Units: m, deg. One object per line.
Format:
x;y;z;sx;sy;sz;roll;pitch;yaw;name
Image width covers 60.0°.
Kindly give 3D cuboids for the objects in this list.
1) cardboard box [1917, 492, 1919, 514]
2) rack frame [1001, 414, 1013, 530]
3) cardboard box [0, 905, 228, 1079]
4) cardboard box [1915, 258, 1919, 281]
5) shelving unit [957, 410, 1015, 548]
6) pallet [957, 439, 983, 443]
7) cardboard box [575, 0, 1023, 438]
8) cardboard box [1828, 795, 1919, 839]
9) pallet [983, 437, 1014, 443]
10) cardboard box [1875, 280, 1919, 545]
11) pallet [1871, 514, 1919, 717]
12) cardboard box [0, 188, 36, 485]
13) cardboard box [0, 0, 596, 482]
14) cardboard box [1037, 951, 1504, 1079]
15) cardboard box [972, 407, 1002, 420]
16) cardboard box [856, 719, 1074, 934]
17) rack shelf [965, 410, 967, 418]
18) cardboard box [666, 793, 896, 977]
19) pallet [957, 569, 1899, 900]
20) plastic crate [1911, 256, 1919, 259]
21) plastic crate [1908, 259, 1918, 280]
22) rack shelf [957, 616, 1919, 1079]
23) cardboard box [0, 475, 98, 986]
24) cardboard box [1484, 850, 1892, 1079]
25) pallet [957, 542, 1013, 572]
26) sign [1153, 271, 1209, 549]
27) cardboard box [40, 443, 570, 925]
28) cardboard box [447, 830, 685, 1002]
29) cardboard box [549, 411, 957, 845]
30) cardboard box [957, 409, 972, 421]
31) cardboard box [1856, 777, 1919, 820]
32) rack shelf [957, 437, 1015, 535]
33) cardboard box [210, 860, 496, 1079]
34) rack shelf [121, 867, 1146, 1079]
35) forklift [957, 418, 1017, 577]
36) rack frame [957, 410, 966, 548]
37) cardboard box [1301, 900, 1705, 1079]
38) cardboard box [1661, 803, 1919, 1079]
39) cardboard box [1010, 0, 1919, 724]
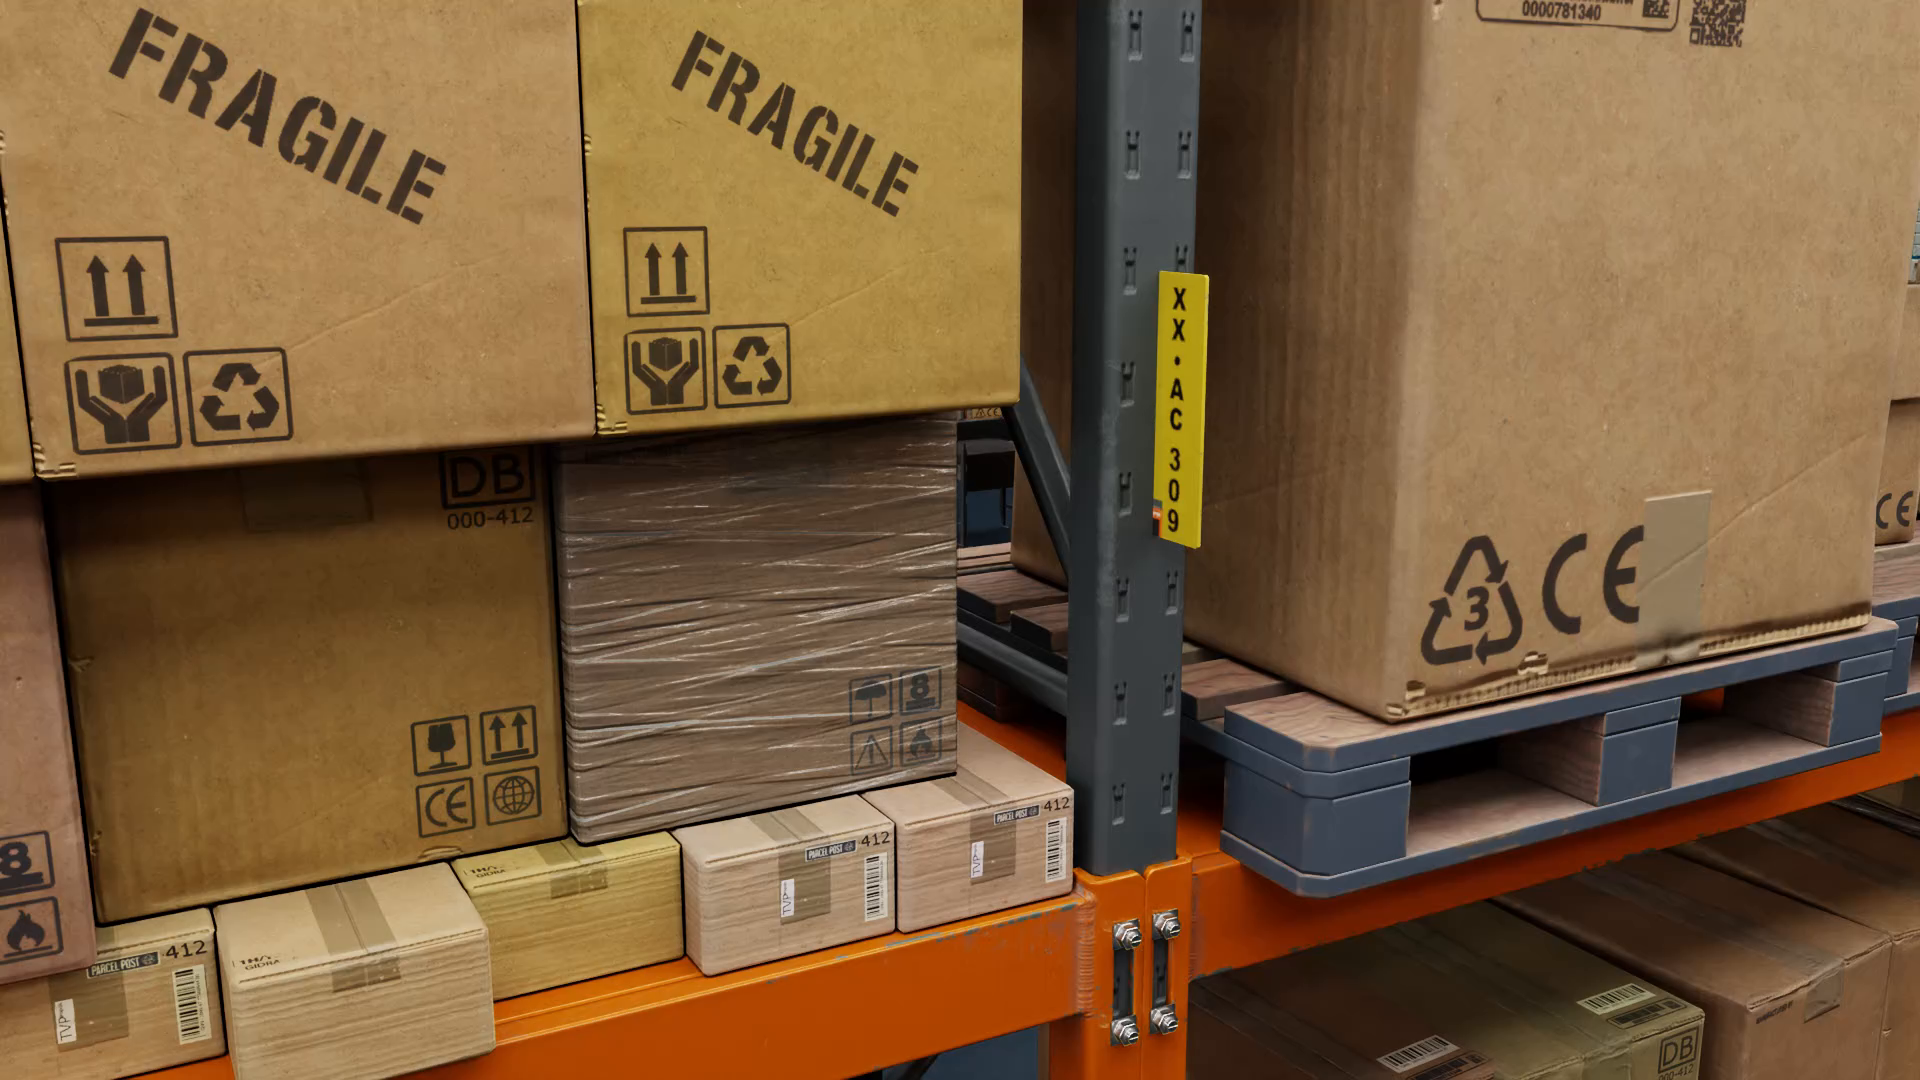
2.173;-0.171;3.388;0.258;0.266;0.396;-7;15;-29;cardboard box
0.359;-1.067;10.070;0.015;2.100;0.400;-7;14;-28;rack frame
-0.973;0.451;1.846;0.250;0.149;0.380;-7;14;-28;cardboard box
2.610;-0.371;3.740;0.500;0.500;0.700;-5;13;-20;cardboard box
0.145;-1.042;9.956;0.503;2.100;0.431;-7;14;-28;shelving unit
-0.563;-0.880;13.538;1.213;0.211;1.003;-7;14;-28;pallet
-0.267;-0.420;1.961;0.500;0.500;0.500;-7;14;-28;cardboard box
2.448;0.881;4.056;0.500;0.500;0.700;-8;15;-33;cardboard box
0.507;-1.007;14.104;1.213;0.211;1.003;-7;14;-28;pallet
1.473;-0.294;3.393;0.637;0.503;0.797;-5;14;-22;cardboard box
1.789;0.050;3.491;1.213;0.211;1.003;-7;14;-28;pallet
-1.145;-0.315;1.493;0.500;0.500;0.500;-7;14;-28;cardboard box
-0.705;-0.367;1.726;0.500;0.500;0.500;-7;14;-28;cardboard box
0.545;1.106;3.055;0.500;0.500;0.700;-8;15;-32;cardboard box
0.200;-1.265;13.589;0.500;0.500;0.500;-7;14;-29;cardboard box
-0.052;0.363;2.236;0.250;0.149;0.380;-7;14;-28;cardboard box
0.145;-1.028;9.959;0.480;0.518;0.431;-7;14;-28;rack shelf
-0.276;0.388;2.127;0.250;0.149;0.380;-7;14;-28;cardboard box
0.737;0.203;2.814;1.213;0.211;1.003;-7;14;-28;pallet
7.203;-1.971;12.282;0.300;0.233;0.416;-7;14;-28;plastic crate
6.073;-1.731;11.104;0.530;0.282;0.437;-7;14;-28;plastic crate
1.752;0.302;3.574;4.000;0.370;1.077;-7;14;-28;rack shelf
-1.275;0.121;1.836;0.500;0.500;0.875;-7;14;-28;cardboard box
1.464;1.000;3.524;0.500;0.500;0.700;-8;15;-33;cardboard box
0.435;0.220;8.649;1.213;0.211;1.003;-7;14;-28;pallet
0.263;-0.157;2.004;0.005;0.325;0.100;-7;14;-28;sign
-0.884;0.049;2.156;0.500;0.500;0.875;-7;14;-28;cardboard box
-0.524;0.402;2.062;0.250;0.149;0.380;-7;14;-28;cardboard box
-0.429;0.003;2.360;0.500;0.500;0.875;-7;14;-28;cardboard box
-0.243;-1.213;13.359;0.500;0.500;0.500;-7;15;-30;cardboard box
2.473;0.514;3.979;0.500;0.250;0.500;-5;14;-22;cardboard box
0.145;-0.346;10.113;0.480;0.518;0.431;-7;14;-28;rack shelf
-0.690;0.450;1.849;0.250;0.149;0.380;-7;14;-28;cardboard box
-1.759;0.723;1.705;4.000;0.370;1.077;-7;14;-28;rack shelf
-0.230;-0.641;6.283;3.031;2.935;1.130;-7;14;-28;forklift
-0.069;-1.016;9.842;0.015;2.100;0.400;-7;14;-28;rack frame
0.973;1.059;3.262;0.500;0.500;0.700;-7;14;-28;cardboard box
1.953;0.941;3.785;0.500;0.500;0.700;-6;14;-23;cardboard box
0.761;-0.393;2.700;1.000;1.000;1.000;-7;14;-27;cardboard box
